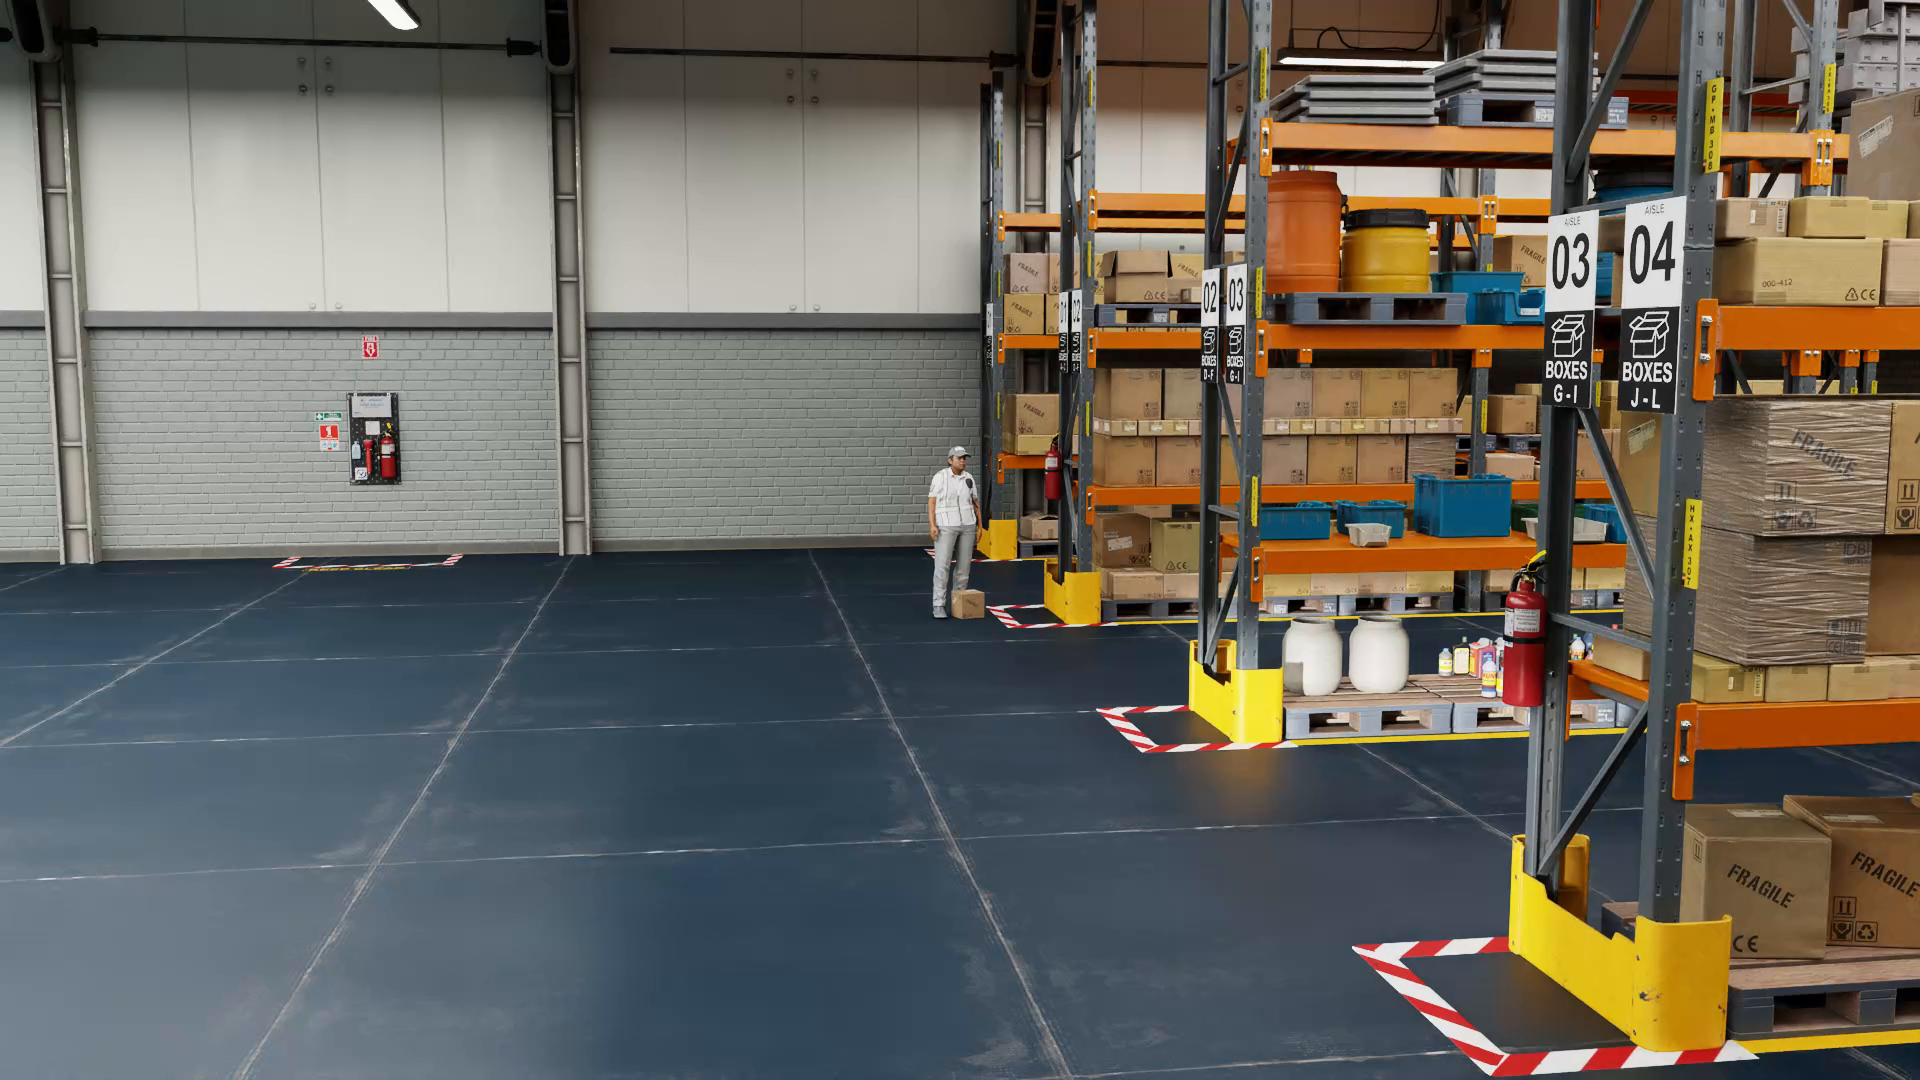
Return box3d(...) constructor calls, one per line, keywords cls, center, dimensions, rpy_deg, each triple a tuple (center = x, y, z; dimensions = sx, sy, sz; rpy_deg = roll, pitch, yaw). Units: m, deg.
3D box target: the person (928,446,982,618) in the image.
box3d(cls="person", center=(-0.036, -0.094, 16.546), dimensions=(0.597, 1.670, 0.529), rpy_deg=(-3, 7, -22))
